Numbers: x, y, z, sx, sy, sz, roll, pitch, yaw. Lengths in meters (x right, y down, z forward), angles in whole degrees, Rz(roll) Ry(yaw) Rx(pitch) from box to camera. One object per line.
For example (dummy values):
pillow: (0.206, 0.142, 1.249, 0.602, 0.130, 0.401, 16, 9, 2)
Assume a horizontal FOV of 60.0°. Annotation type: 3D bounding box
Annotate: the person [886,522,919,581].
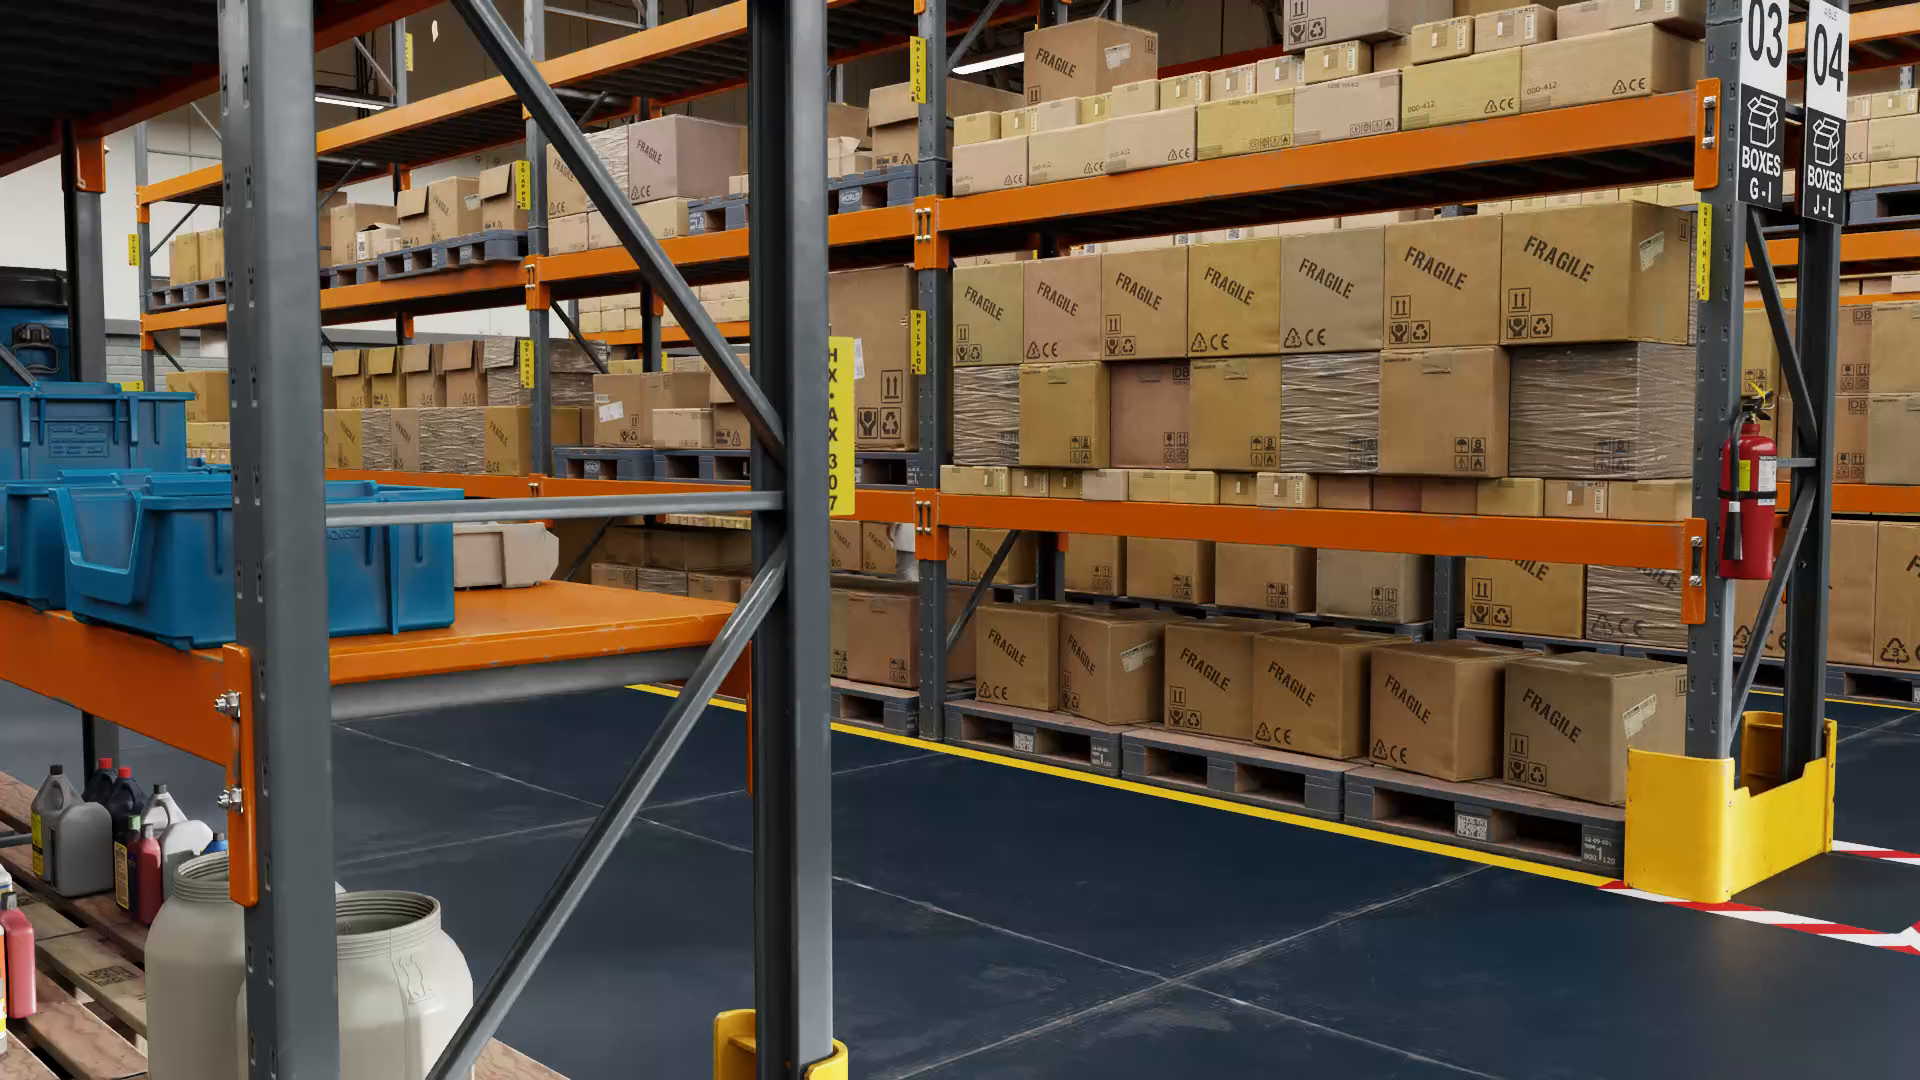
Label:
person: (-0.341, -0.146, 13.424, 0.417, 1.774, 0.656, 4, 5, 44)
